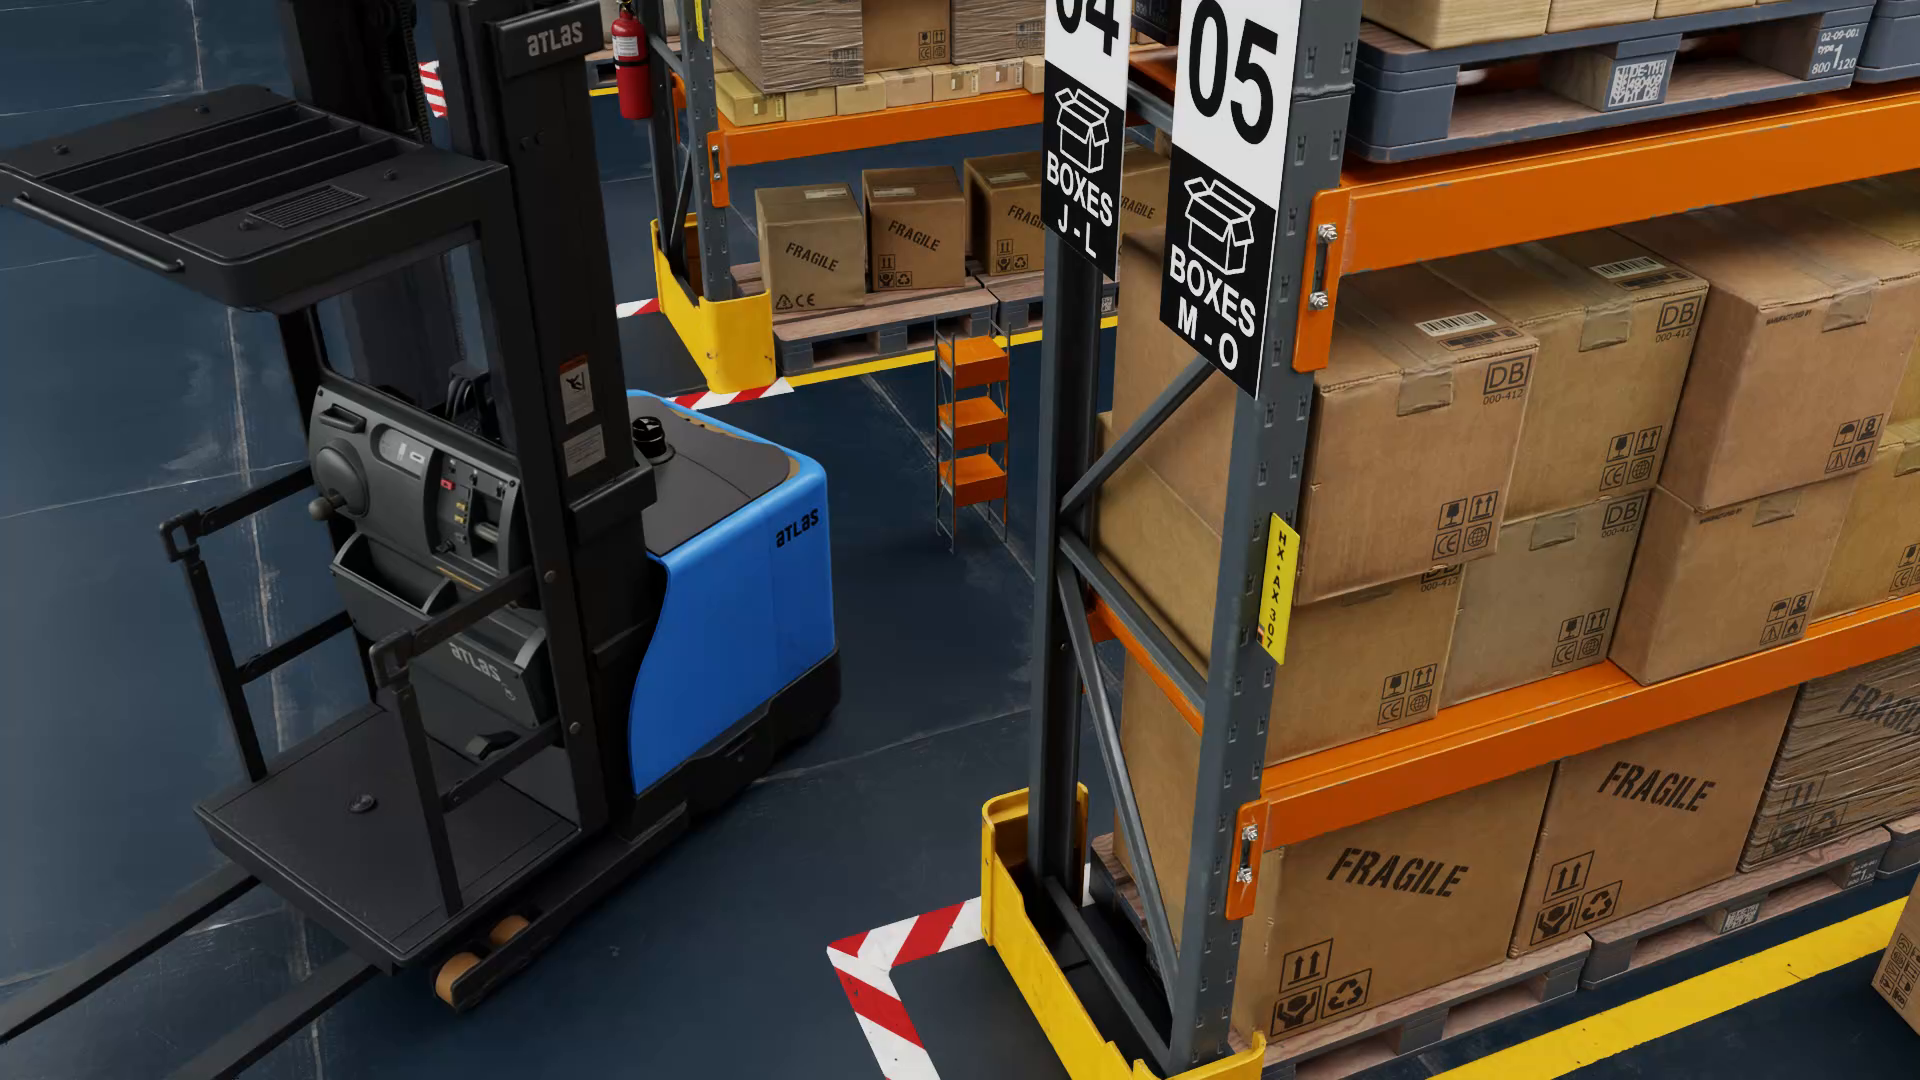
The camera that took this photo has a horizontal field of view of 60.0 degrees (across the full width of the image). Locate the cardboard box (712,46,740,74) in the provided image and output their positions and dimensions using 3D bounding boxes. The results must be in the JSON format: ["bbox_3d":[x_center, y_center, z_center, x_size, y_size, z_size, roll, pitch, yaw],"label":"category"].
[{"bbox_3d":[-1.190,-2.354,8.347,0.250,0.149,0.380,-13,35,-19],"label":"cardboard box"}]

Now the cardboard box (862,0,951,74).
[{"bbox_3d":[-0.441,-2.730,8.331,0.500,0.500,0.875,-13,35,-19],"label":"cardboard box"}]

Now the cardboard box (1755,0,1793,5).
[{"bbox_3d":[1.593,-1.221,3.380,0.250,0.149,0.380,-13,35,-19],"label":"cardboard box"}]

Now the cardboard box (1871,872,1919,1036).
[{"bbox_3d":[3.108,1.266,4.843,0.500,0.500,0.500,-7,34,-11],"label":"cardboard box"}]

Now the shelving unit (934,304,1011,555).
[{"bbox_3d":[0.049,-0.451,6.981,0.252,1.050,0.215,-13,35,-19],"label":"shelving unit"}]

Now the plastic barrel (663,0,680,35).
[{"bbox_3d":[-2.251,-4.202,12.854,0.421,0.512,0.421,0,33,0],"label":"plastic barrel"}]

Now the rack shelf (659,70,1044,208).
[{"bbox_3d":[0.471,-2.416,8.872,4.000,0.370,1.077,-13,35,-19],"label":"rack shelf"}]

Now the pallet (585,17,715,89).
[{"bbox_3d":[-2.488,-3.825,12.936,1.213,0.211,1.003,-13,35,-19],"label":"pallet"}]

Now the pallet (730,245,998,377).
[{"bbox_3d":[-0.540,-1.296,9.048,1.213,0.211,1.003,-13,35,-19],"label":"pallet"}]

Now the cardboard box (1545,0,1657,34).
[{"bbox_3d":[1.129,-1.115,3.216,0.250,0.149,0.380,-13,35,-18],"label":"cardboard box"}]

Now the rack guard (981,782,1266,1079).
[{"bbox_3d":[0.432,1.273,4.835,0.348,0.500,1.175,-13,35,-19],"label":"rack guard"}]

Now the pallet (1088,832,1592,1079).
[{"bbox_3d":[1.161,1.181,5.241,1.213,0.211,1.003,-13,35,-19],"label":"pallet"}]

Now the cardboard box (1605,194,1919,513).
[{"bbox_3d":[1.851,-0.566,4.242,0.550,0.550,0.875,-13,35,-19],"label":"cardboard box"}]

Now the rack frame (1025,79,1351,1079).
[{"bbox_3d":[0.454,0.221,4.161,0.127,3.000,1.000,-13,35,-19],"label":"rack frame"}]

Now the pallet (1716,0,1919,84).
[{"bbox_3d":[2.260,-1.421,4.015,1.213,0.211,1.003,-13,35,-19],"label":"pallet"}]

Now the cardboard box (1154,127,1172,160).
[{"bbox_3d":[1.405,-2.079,9.601,0.500,0.500,0.500,-2,33,-4],"label":"cardboard box"}]

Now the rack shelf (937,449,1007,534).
[{"bbox_3d":[0.049,-0.210,7.138,0.240,0.259,0.215,-13,35,-19],"label":"rack shelf"}]

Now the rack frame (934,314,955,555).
[{"bbox_3d":[-0.063,-0.426,6.941,0.008,1.050,0.200,-13,35,-19],"label":"rack frame"}]

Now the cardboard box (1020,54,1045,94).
[{"bbox_3d":[0.402,-2.398,8.415,0.250,0.149,0.380,-13,35,-19],"label":"cardboard box"}]

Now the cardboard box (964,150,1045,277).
[{"bbox_3d":[0.332,-1.813,9.193,0.500,0.500,0.500,-10,34,-14],"label":"cardboard box"}]

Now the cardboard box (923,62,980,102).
[{"bbox_3d":[-0.088,-2.331,8.312,0.250,0.149,0.380,-13,35,-19],"label":"cardboard box"}]

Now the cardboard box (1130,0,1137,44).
[{"bbox_3d":[0.502,-2.913,8.613,0.500,0.500,0.875,-13,35,-19],"label":"cardboard box"}]

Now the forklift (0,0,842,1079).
[{"bbox_3d":[-1.732,-0.109,4.731,1.130,2.935,3.031,22,39,30],"label":"forklift"}]

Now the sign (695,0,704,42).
[{"bbox_3d":[-1.163,-2.385,7.371,0.005,0.325,0.100,-13,35,-19],"label":"sign"}]

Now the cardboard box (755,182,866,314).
[{"bbox_3d":[-0.791,-1.547,8.784,0.500,0.500,0.500,-7,34,-10],"label":"cardboard box"}]

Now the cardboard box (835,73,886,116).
[{"bbox_3d":[-0.544,-2.218,8.139,0.250,0.149,0.380,-13,35,-19],"label":"cardboard box"}]

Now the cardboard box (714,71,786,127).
[{"bbox_3d":[-1.018,-2.130,8.003,0.250,0.149,0.380,-13,35,-19],"label":"cardboard box"}]

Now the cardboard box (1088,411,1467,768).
[{"bbox_3d":[0.778,0.057,4.275,0.550,0.550,0.875,-13,35,-19],"label":"cardboard box"}]

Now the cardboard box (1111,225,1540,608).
[{"bbox_3d":[0.811,-0.354,3.916,0.550,0.550,0.875,-13,35,-19],"label":"cardboard box"}]

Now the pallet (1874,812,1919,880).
[{"bbox_3d":[3.410,0.666,6.033,1.213,0.211,1.003,-13,35,-19],"label":"pallet"}]

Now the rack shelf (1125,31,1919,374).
[{"bbox_3d":[2.298,-1.157,4.188,4.000,0.370,1.077,-13,35,-19],"label":"rack shelf"}]

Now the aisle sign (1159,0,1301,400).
[{"bbox_3d":[0.505,-0.703,3.197,0.004,0.787,0.394,-13,35,-19],"label":"aisle sign"}]

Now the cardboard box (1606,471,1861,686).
[{"bbox_3d":[1.842,-0.126,4.555,0.550,0.550,0.875,-13,35,-19],"label":"cardboard box"}]

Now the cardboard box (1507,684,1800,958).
[{"bbox_3d":[1.864,0.572,5.184,0.875,0.875,0.875,-13,35,-20],"label":"cardboard box"}]
